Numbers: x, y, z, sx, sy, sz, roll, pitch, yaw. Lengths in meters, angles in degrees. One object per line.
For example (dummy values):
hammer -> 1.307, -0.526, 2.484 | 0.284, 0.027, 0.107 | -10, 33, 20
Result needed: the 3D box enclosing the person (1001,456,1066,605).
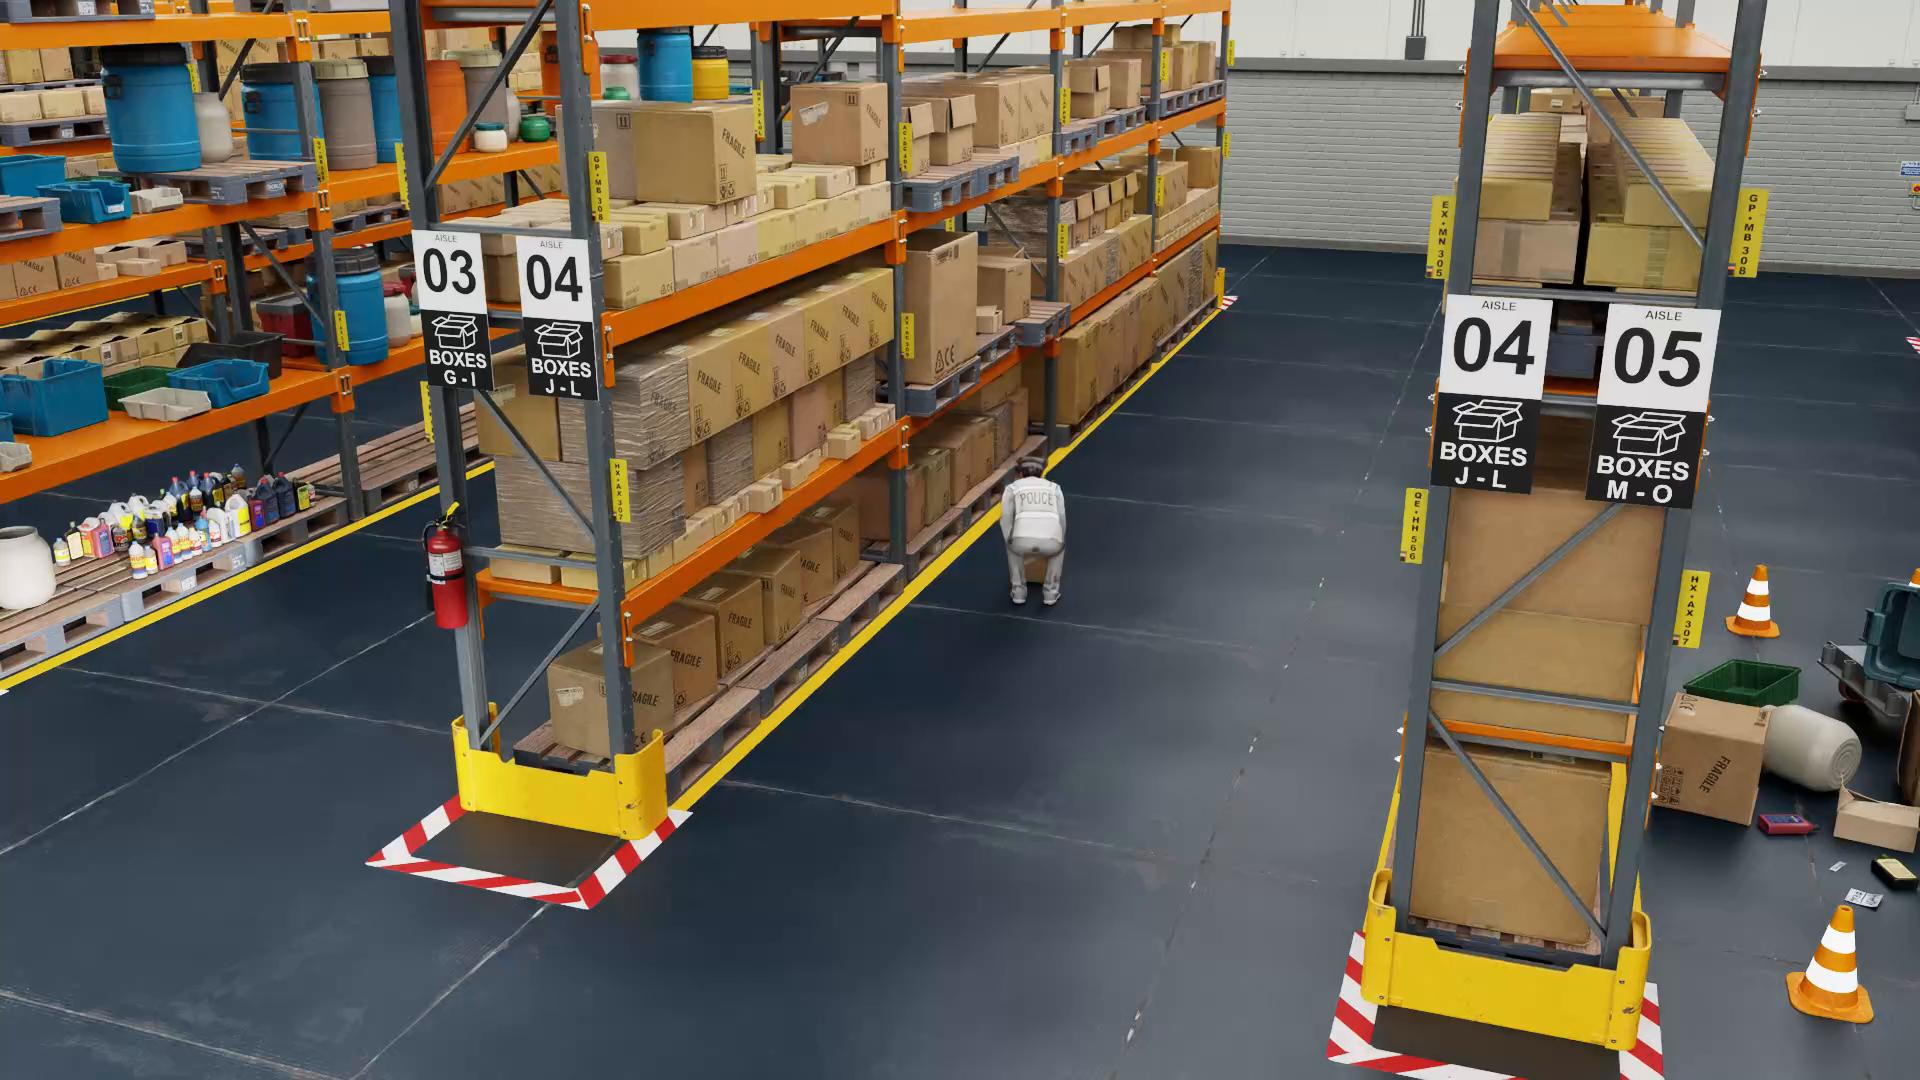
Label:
person -> 0.537, -0.073, 12.308 | 0.496, 1.005, 0.841 | 2, 19, 5
